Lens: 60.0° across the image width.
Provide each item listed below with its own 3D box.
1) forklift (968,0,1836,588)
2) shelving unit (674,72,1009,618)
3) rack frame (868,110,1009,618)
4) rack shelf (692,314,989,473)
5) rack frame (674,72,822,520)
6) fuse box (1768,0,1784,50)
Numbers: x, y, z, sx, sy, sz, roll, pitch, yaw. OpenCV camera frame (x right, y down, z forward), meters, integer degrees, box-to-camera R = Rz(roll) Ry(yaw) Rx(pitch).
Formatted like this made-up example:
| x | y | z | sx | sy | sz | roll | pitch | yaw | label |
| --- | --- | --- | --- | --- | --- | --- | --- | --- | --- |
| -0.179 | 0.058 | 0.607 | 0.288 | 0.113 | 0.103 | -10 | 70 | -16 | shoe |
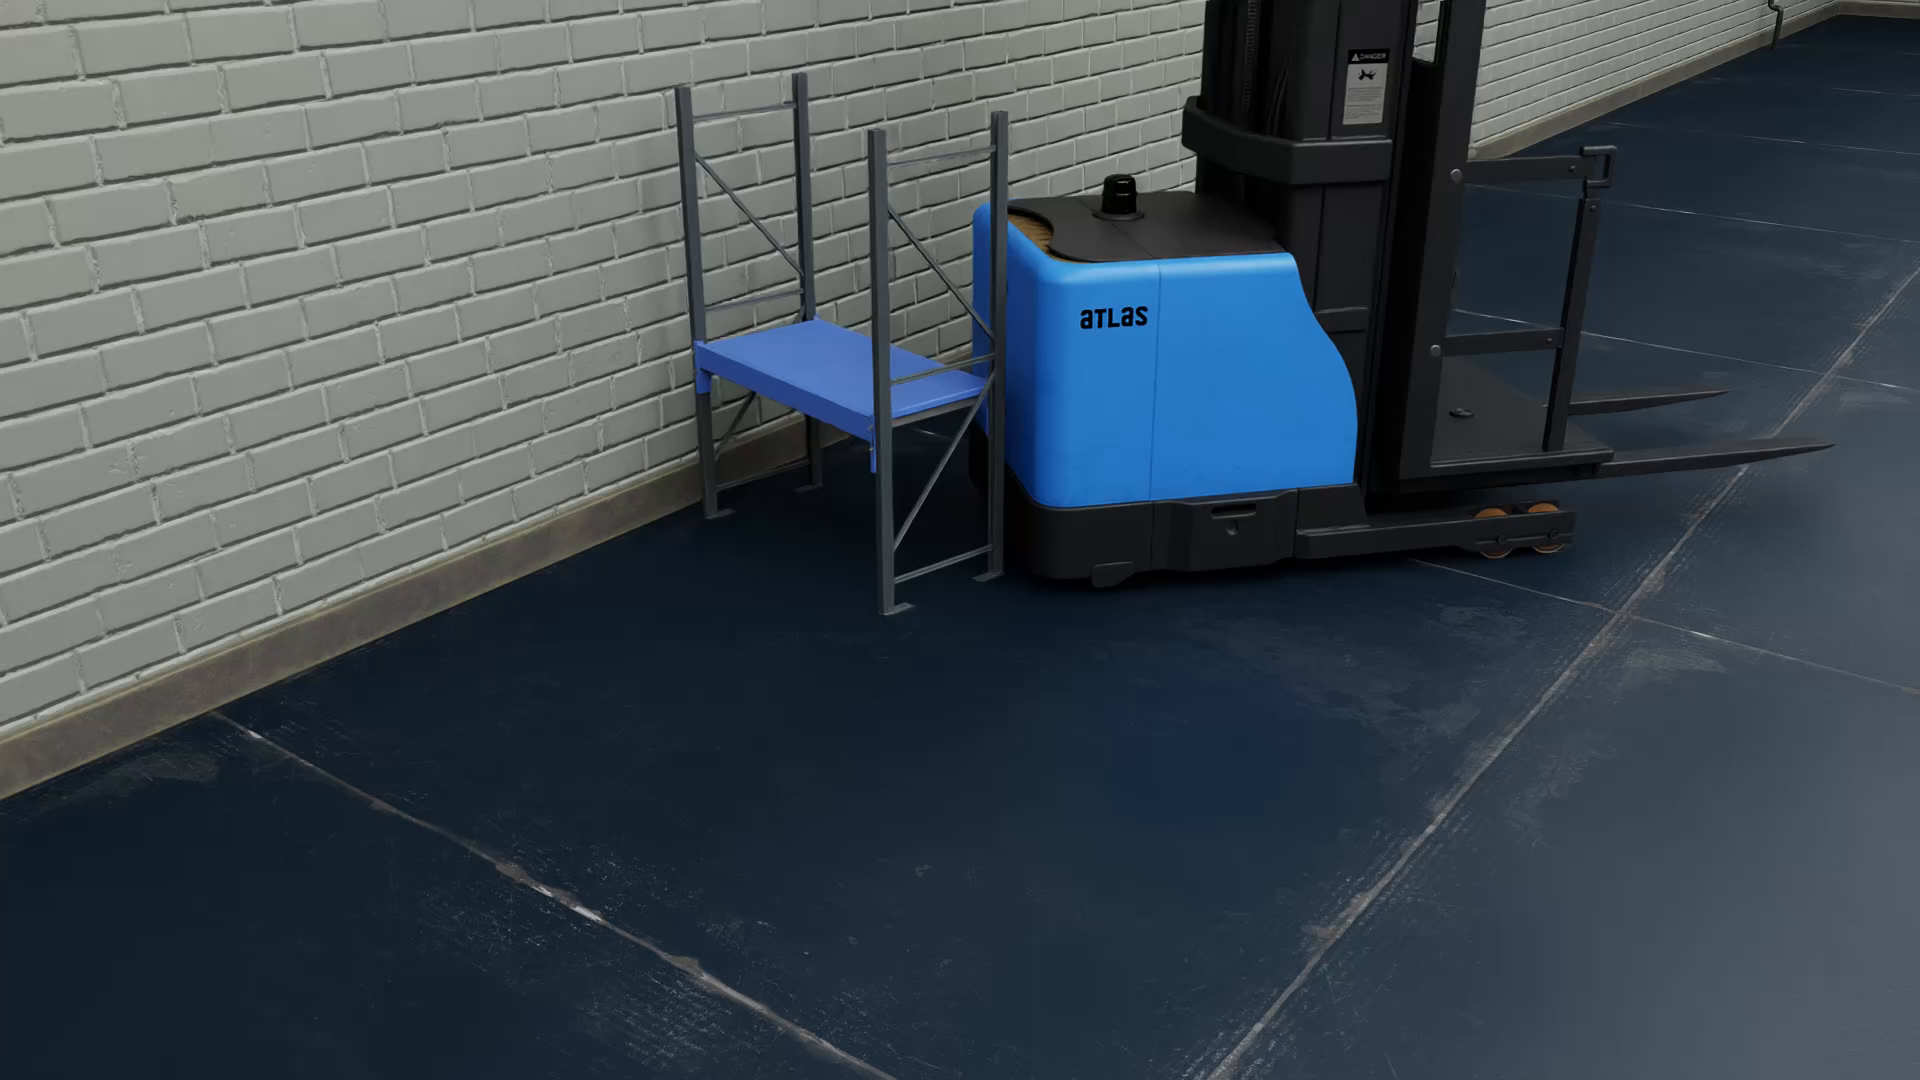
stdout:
| x | y | z | sx | sy | sz | roll | pitch | yaw | label |
| --- | --- | --- | --- | --- | --- | --- | --- | --- | --- |
| 1.604 | -1.481 | 5.476 | 3.031 | 2.935 | 1.130 | -5 | 24 | -12 | forklift |
| -0.386 | -0.669 | 5.409 | 0.538 | 1.500 | 1.048 | -19 | 30 | -36 | shelving unit |
| -0.057 | -0.513 | 5.055 | 0.500 | 1.500 | 0.032 | -19 | 30 | -36 | rack frame |
| -0.386 | -0.505 | 5.482 | 0.538 | 0.185 | 1.000 | -19 | 30 | -36 | rack shelf |
| -0.715 | -0.826 | 5.764 | 0.500 | 1.500 | 0.032 | -19 | 30 | -36 | rack frame |
| 8.551 | -5.916 | 17.055 | 0.414 | 1.711 | 0.539 | 17 | 29 | 33 | fuse box |
